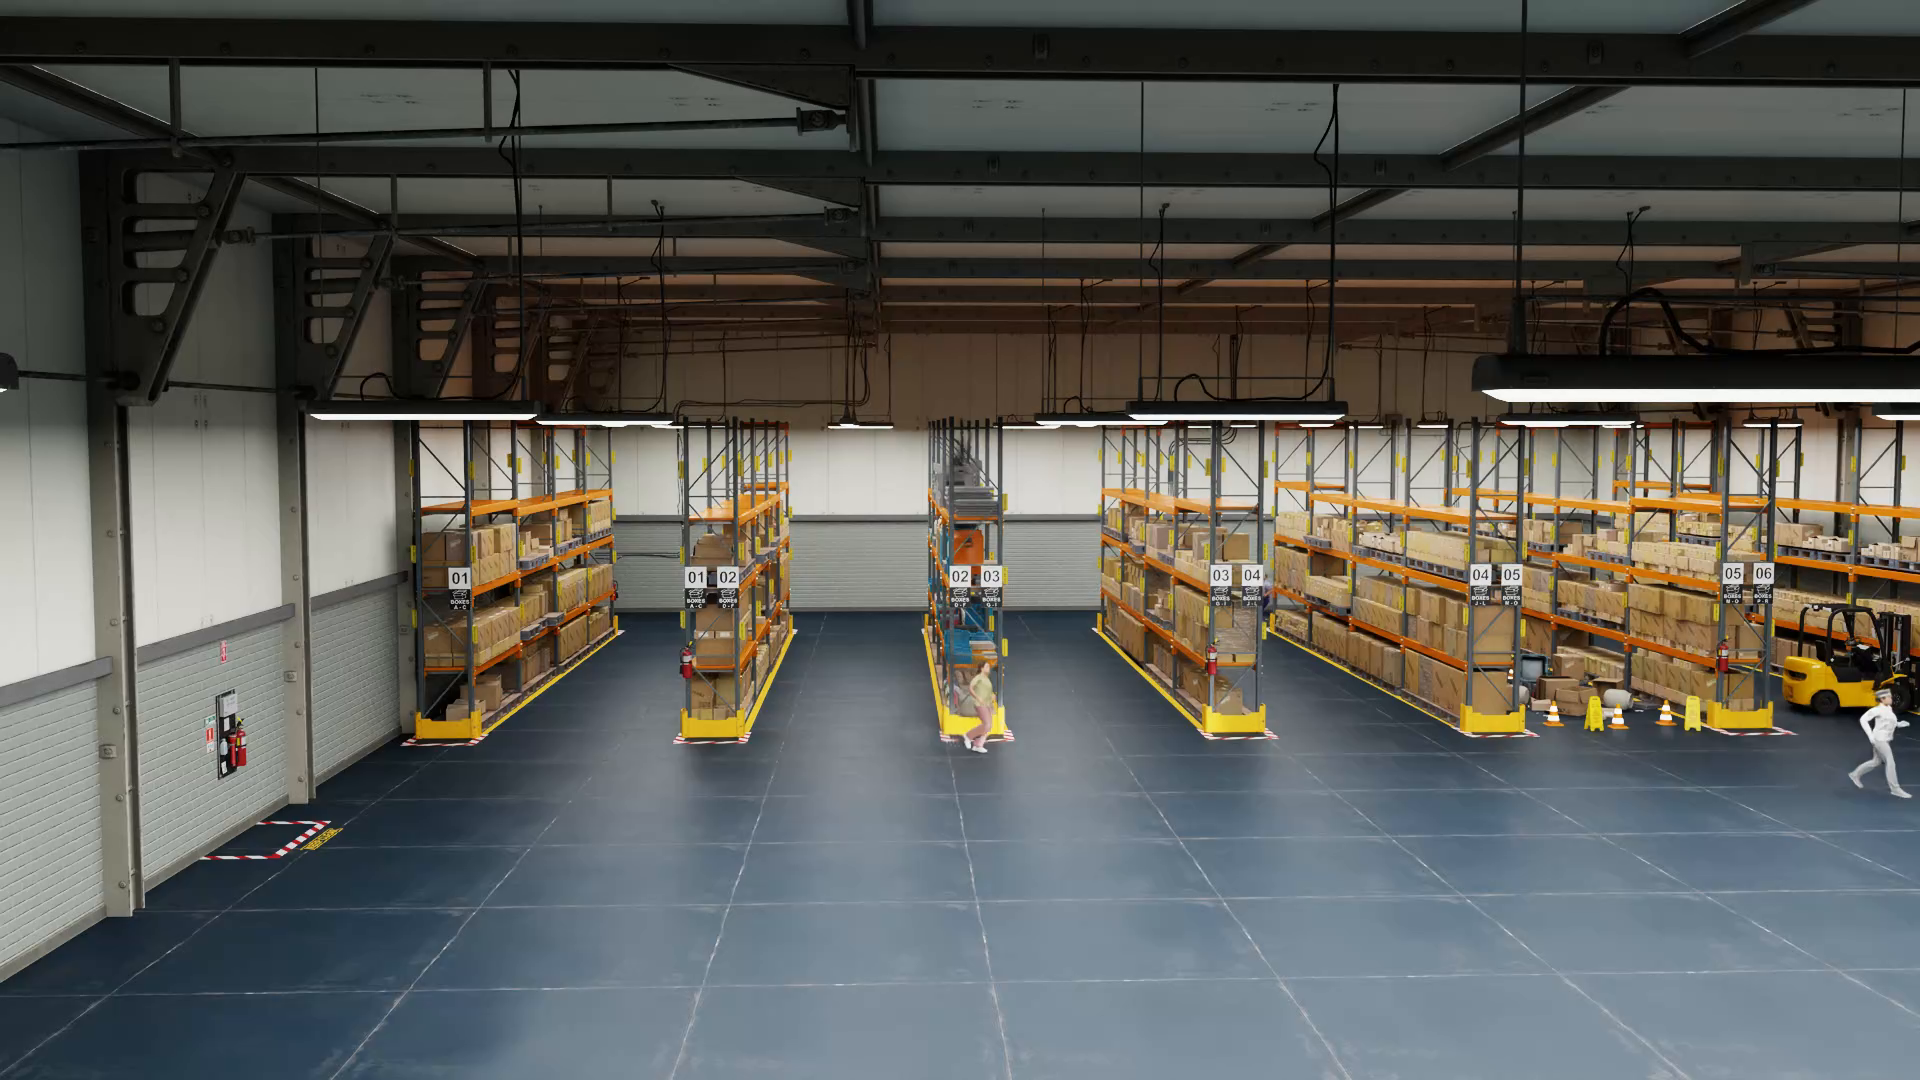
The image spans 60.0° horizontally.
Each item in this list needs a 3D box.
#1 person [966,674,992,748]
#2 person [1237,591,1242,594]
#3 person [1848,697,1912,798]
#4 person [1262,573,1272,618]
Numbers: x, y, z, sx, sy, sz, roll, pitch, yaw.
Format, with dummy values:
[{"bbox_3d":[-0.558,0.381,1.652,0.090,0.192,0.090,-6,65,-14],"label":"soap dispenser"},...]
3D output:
[{"bbox_3d":[0.396,3.060,29.859,0.481,1.326,0.556,2,4,23],"label":"person"},{"bbox_3d":[8.242,1.704,48.590,0.459,1.573,0.560,-2,4,-31],"label":"person"},{"bbox_3d":[14.429,3.161,26.033,0.598,1.634,0.923,-4,5,-43],"label":"person"},{"bbox_3d":[8.923,1.700,48.962,0.537,1.493,0.642,-1,4,-21],"label":"person"}]
